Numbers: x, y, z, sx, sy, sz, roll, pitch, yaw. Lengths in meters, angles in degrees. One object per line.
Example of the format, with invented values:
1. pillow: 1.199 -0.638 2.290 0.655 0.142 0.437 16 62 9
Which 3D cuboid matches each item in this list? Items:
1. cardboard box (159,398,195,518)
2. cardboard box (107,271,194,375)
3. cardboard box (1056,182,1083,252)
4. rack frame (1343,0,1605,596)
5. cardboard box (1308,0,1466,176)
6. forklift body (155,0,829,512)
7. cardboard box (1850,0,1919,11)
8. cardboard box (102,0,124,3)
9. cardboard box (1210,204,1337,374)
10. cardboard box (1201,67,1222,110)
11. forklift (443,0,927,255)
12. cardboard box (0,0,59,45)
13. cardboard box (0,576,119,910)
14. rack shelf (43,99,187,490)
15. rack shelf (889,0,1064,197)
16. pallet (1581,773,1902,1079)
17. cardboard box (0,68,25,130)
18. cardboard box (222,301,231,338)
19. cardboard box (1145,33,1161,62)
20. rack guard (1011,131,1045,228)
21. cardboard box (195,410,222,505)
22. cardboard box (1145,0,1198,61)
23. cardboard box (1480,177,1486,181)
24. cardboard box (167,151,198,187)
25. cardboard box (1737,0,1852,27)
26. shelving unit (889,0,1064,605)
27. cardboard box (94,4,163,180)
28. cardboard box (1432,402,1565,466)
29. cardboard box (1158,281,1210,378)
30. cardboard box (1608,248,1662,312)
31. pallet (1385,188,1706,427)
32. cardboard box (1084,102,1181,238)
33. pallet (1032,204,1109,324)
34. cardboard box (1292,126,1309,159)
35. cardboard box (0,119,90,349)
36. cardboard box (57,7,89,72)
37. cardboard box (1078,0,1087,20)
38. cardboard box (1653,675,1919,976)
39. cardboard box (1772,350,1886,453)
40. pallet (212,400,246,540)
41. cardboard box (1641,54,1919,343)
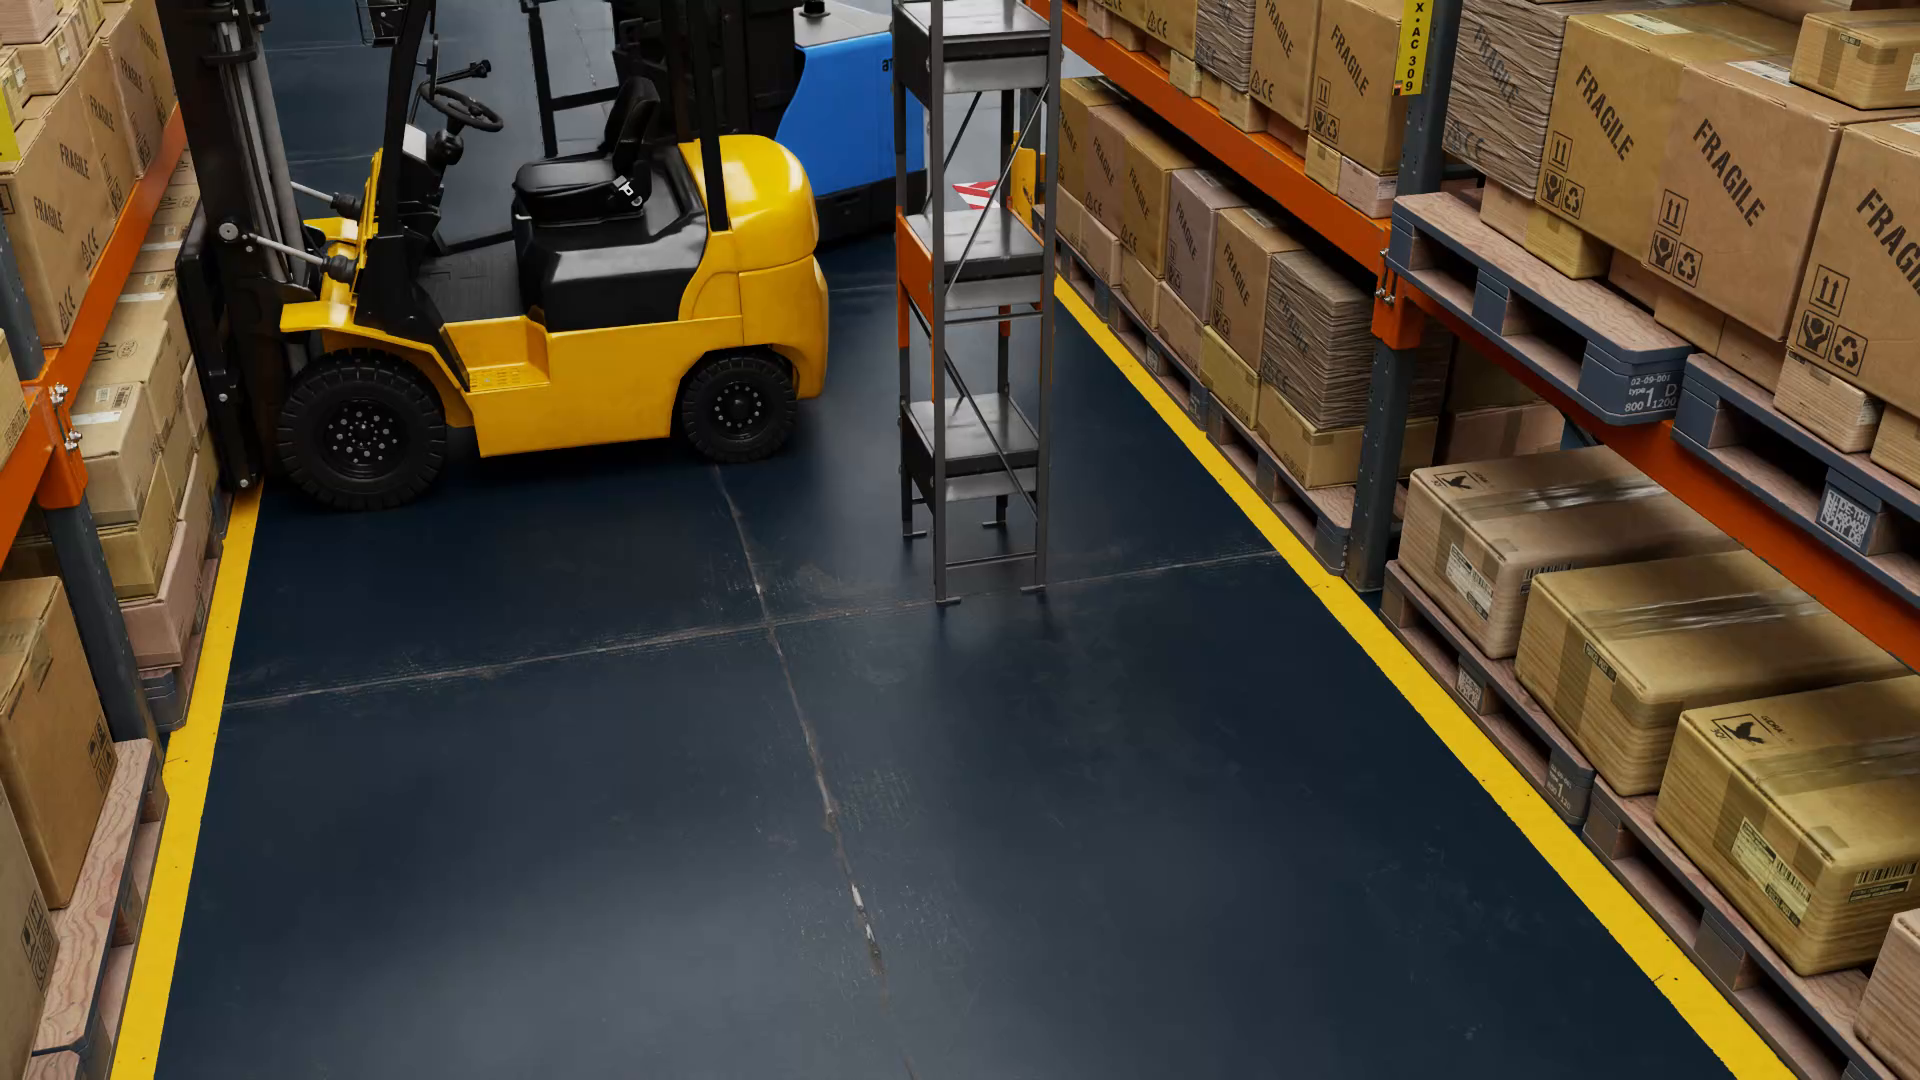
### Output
1. cardboard box: -2.868 -0.261 5.533 0.500 0.250 0.500 -8 31 -14
2. cardboard box: -2.997 -0.722 5.831 0.500 0.250 0.500 -7 31 -12
3. cardboard box: 0.768 -1.694 8.509 0.500 0.250 0.500 -8 31 -14
4. rack frame: 1.883 -1.197 5.324 1.000 3.000 0.127 -8 31 -13
5. cardboard box: 1.525 -1.551 5.538 0.500 0.500 0.500 -9 31 -15
6. forklift body: -1.702 -1.427 6.568 2.313 2.155 1.214 -8 31 -13
7. cardboard box: 2.418 -1.308 4.051 0.380 0.149 0.250 -9 31 -15
8. cardboard box: -3.238 -2.045 6.041 0.380 0.149 0.250 -8 31 -13
9. cardboard box: 1.330 -1.009 6.576 0.500 0.500 0.500 -7 31 -12
10. cardboard box: 1.191 -1.821 6.652 0.380 0.149 0.250 -8 31 -14
11. forklift: -1.636 -2.772 8.113 3.031 2.935 1.130 -23 37 -34
12. cardboard box: -2.903 -1.556 4.899 0.380 0.149 0.250 -7 31 -12
13. cardboard box: -2.753 0.561 4.237 0.875 0.625 0.625 -6 31 -11
14. rack shelf: -3.433 -1.190 6.030 1.077 0.370 4.000 -8 31 -13
15. rack shelf: 0.044 -1.423 5.242 0.431 0.518 0.480 -8 31 -13
16. pallet: 2.418 0.976 4.353 1.003 0.211 1.213 -8 31 -13
17. cardboard box: -2.803 -1.173 4.535 0.380 0.149 0.250 -7 31 -12
18. cardboard box: -3.253 -0.992 6.795 0.500 0.250 0.500 -9 31 -14
19. cardboard box: 1.037 -2.201 7.309 0.380 0.149 0.250 -7 31 -12
20. rack guard: 0.841 -2.010 9.224 1.175 0.500 0.348 -8 31 -13
21. cardboard box: -3.012 -0.294 6.089 0.500 0.250 0.500 -7 31 -12
22. cardboard box: 1.099 -2.295 6.824 0.500 0.500 0.500 -8 31 -14
23. cardboard box: 1.991 -1.398 5.922 0.380 0.149 0.250 -7 31 -12
24. cardboard box: -3.400 -1.465 7.114 0.500 0.250 0.500 -7 31 -12
25. cardboard box: 2.359 -1.119 4.373 0.500 0.500 0.500 -8 31 -13
26. shelving unit: 0.044 -0.829 5.586 0.431 2.100 0.503 -8 31 -13
27. cardboard box: -3.171 -1.567 5.863 0.500 0.500 0.500 -8 31 -13
28. cardboard box: 1.986 -0.510 6.462 0.500 0.250 0.500 -9 31 -16
29. cardboard box: 1.185 -0.941 7.206 0.500 0.250 0.500 -7 31 -13
30. cardboard box: 1.931 -0.713 4.318 0.380 0.149 0.250 -6 31 -10
31. pallet: 1.945 -0.726 4.701 1.003 0.211 1.213 -8 31 -13
32. cardboard box: 0.918 -1.756 7.866 0.500 0.500 0.500 -9 31 -15
33. pallet: 1.023 -1.488 8.611 1.003 0.211 1.213 -8 31 -13
34. cardboard box: 1.437 -1.459 6.027 0.380 0.149 0.250 -8 31 -13
35. cardboard box: -2.768 -0.828 4.586 0.500 0.500 0.500 -9 31 -15
36. cardboard box: -2.961 -1.551 5.188 0.380 0.149 0.250 -8 31 -14
37. cardboard box: 0.784 -2.570 7.946 0.380 0.149 0.250 -9 31 -15
38. cardboard box: 2.405 0.694 4.261 0.950 0.372 0.625 -7 31 -12
39. cardboard box: 2.044 -0.328 3.654 0.380 0.149 0.250 -7 31 -11
40. pallet: -3.400 -0.308 6.572 1.003 0.211 1.213 -8 31 -13
41. cardboard box: 1.982 -0.804 3.828 0.500 0.500 0.500 -8 31 -14
